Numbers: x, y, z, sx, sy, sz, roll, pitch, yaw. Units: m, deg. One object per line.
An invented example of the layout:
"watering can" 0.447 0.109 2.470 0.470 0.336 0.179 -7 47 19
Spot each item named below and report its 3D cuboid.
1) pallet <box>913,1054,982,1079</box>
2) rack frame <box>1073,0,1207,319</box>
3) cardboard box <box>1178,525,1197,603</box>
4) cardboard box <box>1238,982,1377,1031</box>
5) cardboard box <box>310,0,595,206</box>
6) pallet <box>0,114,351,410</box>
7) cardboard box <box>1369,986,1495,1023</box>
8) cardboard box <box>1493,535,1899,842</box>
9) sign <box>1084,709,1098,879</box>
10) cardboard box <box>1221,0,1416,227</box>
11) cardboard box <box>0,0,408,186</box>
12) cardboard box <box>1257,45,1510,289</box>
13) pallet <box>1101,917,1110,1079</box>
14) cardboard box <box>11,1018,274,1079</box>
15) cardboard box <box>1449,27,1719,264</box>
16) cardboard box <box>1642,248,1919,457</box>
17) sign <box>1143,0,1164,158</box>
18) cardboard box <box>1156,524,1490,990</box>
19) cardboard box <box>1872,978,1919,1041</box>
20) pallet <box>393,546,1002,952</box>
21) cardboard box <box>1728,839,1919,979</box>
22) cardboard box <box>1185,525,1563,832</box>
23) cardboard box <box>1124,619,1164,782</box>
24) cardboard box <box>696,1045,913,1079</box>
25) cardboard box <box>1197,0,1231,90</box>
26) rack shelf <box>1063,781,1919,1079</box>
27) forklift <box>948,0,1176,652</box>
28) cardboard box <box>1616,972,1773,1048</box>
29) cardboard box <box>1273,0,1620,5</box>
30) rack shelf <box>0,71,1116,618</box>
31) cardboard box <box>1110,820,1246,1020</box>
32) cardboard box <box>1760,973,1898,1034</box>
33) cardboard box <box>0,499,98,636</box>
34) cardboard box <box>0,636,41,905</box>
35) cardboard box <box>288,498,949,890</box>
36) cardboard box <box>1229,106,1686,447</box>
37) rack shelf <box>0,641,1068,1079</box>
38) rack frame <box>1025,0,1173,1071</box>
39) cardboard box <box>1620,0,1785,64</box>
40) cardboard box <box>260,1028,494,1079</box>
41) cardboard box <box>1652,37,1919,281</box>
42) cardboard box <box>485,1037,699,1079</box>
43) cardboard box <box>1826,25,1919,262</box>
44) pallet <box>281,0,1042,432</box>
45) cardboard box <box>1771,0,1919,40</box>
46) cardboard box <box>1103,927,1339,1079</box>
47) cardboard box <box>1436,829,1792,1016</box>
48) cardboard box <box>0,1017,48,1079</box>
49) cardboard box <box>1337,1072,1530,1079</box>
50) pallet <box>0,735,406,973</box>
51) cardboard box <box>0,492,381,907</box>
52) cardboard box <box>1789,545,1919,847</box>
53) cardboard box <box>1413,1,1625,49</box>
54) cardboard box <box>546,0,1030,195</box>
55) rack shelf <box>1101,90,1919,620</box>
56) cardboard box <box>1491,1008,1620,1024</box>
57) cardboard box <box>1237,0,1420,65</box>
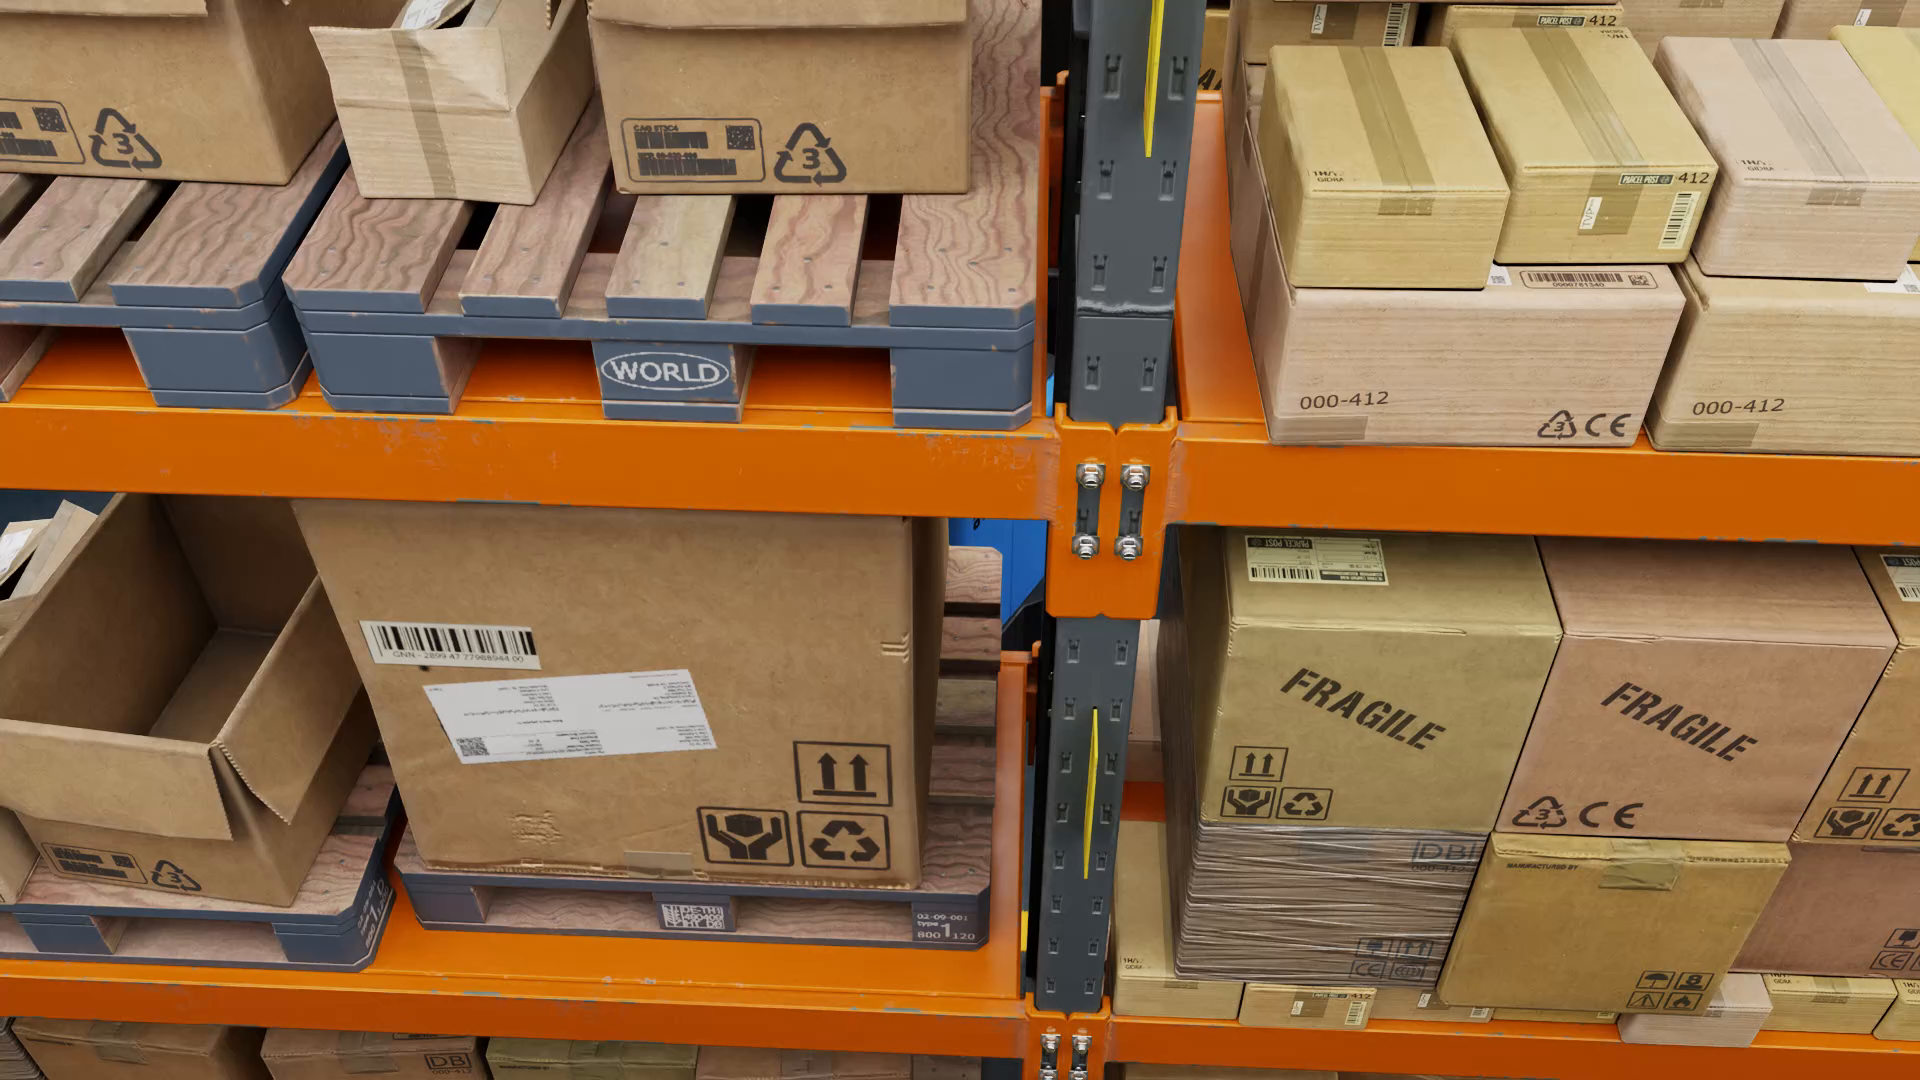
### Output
"pallet" -0.541 1.466 4.521 1.213 0.211 1.003 2 43 2
"rack frame" 0.237 -1.726 1.501 0.127 3.000 1.000 2 43 2
"cardboard box" 0.699 -0.216 3.256 0.500 0.500 0.500 2 43 2
"cardboard box" 0.687 0.789 3.387 0.250 0.149 0.380 2 43 2
"cardboard box" -0.707 -0.694 2.384 0.258 0.266 0.396 3 43 3
"pallet" -1.411 -0.681 2.718 1.003 0.211 1.213 2 43 2
"cardboard box" 0.938 0.777 3.399 0.250 0.149 0.380 2 43 2
"cardboard box" 1.174 0.159 2.854 0.500 0.500 0.500 2 43 2
"sign" 0.215 0.423 2.746 0.005 0.325 0.100 2 43 2
"cardboard box" 0.704 -0.738 2.751 0.500 0.250 0.500 3 43 3
"cardboard box" -1.170 -0.931 2.464 0.637 0.503 0.797 3 43 4
"cardboard box" 0.547 -0.500 2.203 0.250 0.149 0.380 1 43 1
"pallet" 0.909 1.485 4.501 1.213 0.211 1.003 2 43 2
"cardboard box" -1.968 1.127 4.350 0.500 0.500 0.700 5 43 5
"cardboard box" 0.817 -0.538 2.244 0.250 0.149 0.380 0 43 0
"cardboard box" 1.204 -0.373 2.359 0.500 0.250 0.500 1 43 2
"sign" 0.215 -0.584 1.808 0.005 0.325 0.100 2 43 2
"cardboard box" 0.683 0.379 3.351 0.500 0.500 0.875 2 43 2
"cardboard box" 1.937 0.809 3.365 0.250 0.149 0.380 2 43 2
"pallet" -0.520 0.416 3.743 1.213 0.211 1.003 2 43 2
"cardboard box" 1.685 0.365 3.366 0.500 0.500 0.875 2 43 2
"cardboard box" 0.675 0.144 2.869 0.500 0.500 0.500 2 43 2
"cardboard box" 0.465 0.367 3.840 0.250 0.149 0.380 2 43 2
"cardboard box" -0.376 1.189 4.284 0.500 0.500 0.700 -1 43 -1
"cardboard box" 1.186 -2.215 7.678 0.875 0.875 0.875 2 43 3
"rack shelf" 2.235 0.793 3.726 4.000 0.370 1.077 2 43 2
"forklift" 0.324 -1.436 5.641 1.130 2.935 3.031 22 47 22
"cardboard box" 1.436 0.814 3.360 0.250 0.149 0.380 2 43 2
"cardboard box" 0.698 -1.117 2.390 0.500 0.500 0.500 1 43 1
"rack shelf" -1.761 -0.427 2.835 4.000 0.370 1.077 2 43 2
"cardboard box" 0.438 0.772 3.405 0.250 0.149 0.380 2 43 2
"cardboard box" 1.688 0.794 3.382 0.250 0.149 0.380 2 43 2
"cardboard box" -2.081 0.109 3.723 0.258 0.266 0.396 1 43 1
"cardboard box" -2.095 0.455 3.363 0.500 0.250 0.500 1 43 1
"cardboard box" -0.551 -0.024 3.327 1.000 1.000 1.000 2 43 2
"cardboard box" 0.675 -0.386 2.373 0.500 0.250 0.500 0 43 0
"rack shelf" -1.761 0.670 3.857 4.000 0.370 1.077 2 43 2
"rack frame" 0.237 0.469 3.546 0.127 3.000 1.000 2 43 2
"cardboard box" 1.092 -0.888 2.619 0.250 0.149 0.380 0 43 0
"cardboard box" -1.410 1.144 4.332 0.500 0.500 0.700 -2 43 -2
"cardboard box" 1.088 -0.515 2.220 0.250 0.149 0.380 2 43 2
"cardboard box" -0.851 1.161 4.314 0.500 0.500 0.700 2 43 2
"cardboard box" 1.334 -0.537 2.243 0.250 0.149 0.380 3 43 3
"pallet" -0.375 -0.652 2.686 1.003 0.211 1.213 2 43 2
"cardboard box" 1.369 -0.897 2.629 0.250 0.149 0.380 1 43 1
"cardboard box" 0.634 1.269 4.213 0.500 0.500 0.500 1 43 1
"cardboard box" 1.181 0.418 3.309 0.500 0.500 0.875 2 43 2
"cardboard box" -2.534 1.115 4.364 0.500 0.500 0.700 -2 43 -2
"cardboard box" 1.207 1.282 4.199 0.500 0.500 0.500 15 45 15
"pallet" -1.780 0.449 3.708 1.213 0.211 1.003 2 43 2
"cardboard box" -1.499 0.287 3.358 0.637 0.503 0.797 6 43 6
"cardboard box" 1.674 0.174 2.837 0.500 0.500 0.500 2 43 2
"cardboard box" 0.837 -0.836 2.564 0.250 0.149 0.380 2 43 2
"cardboard box" -0.228 -0.902 2.433 0.637 0.503 0.797 0 43 0
"rack shelf" 2.235 -0.304 2.703 4.000 0.370 1.077 2 43 2
"cardboard box" 1.188 0.779 3.398 0.250 0.149 0.380 2 43 2
"cardboard box" 0.574 -0.907 2.640 0.250 0.149 0.380 3 43 3
